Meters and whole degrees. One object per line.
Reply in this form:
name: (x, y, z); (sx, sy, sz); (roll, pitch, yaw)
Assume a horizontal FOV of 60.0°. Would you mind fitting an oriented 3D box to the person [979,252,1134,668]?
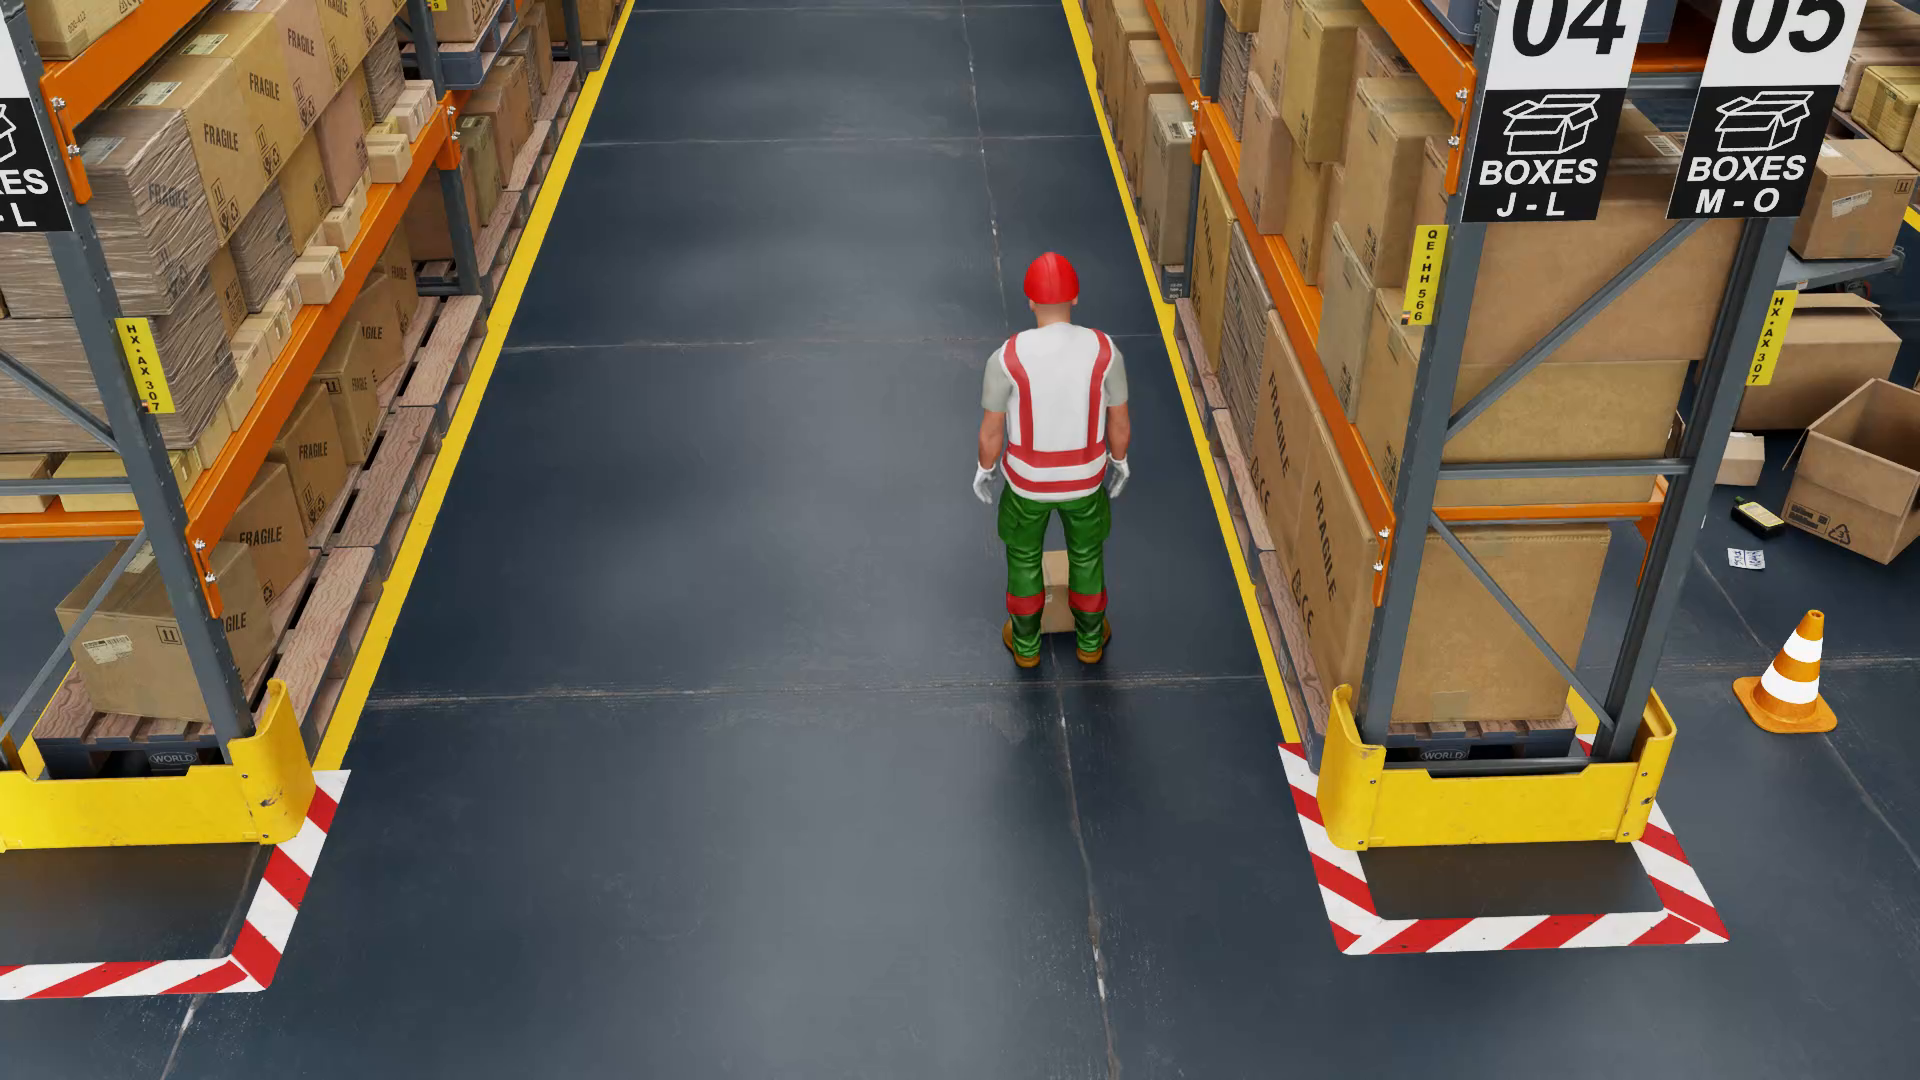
person: (0.379, -0.272, 6.521); (0.610, 1.779, 0.448); (-1, 35, -2)
